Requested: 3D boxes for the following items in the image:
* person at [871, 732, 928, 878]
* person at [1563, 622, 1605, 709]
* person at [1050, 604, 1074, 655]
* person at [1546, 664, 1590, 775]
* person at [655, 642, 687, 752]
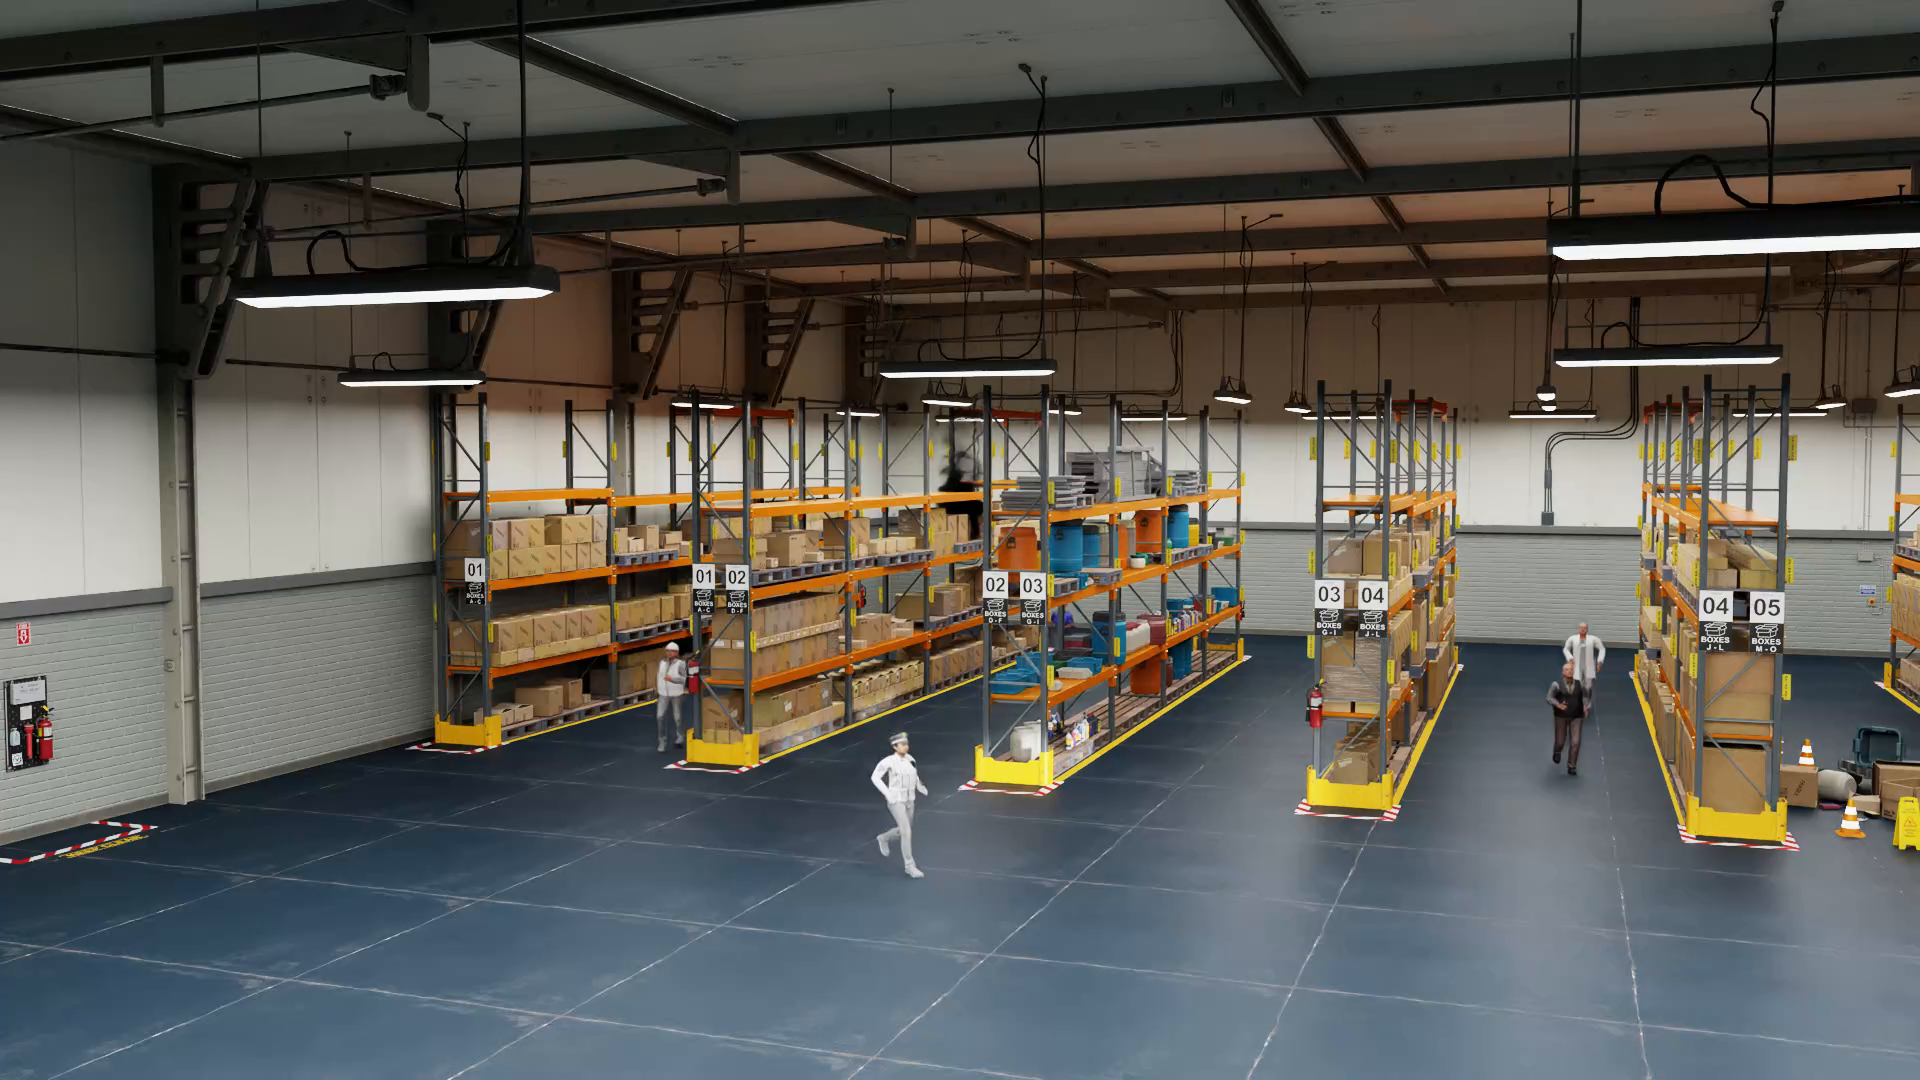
[{"bbox_3d":[-0.735,3.122,19.795,0.618,1.691,0.843,-3,4,-44],"label":"person"},{"bbox_3d":[11.918,2.438,31.786,0.759,1.729,0.660,1,3,22],"label":"person"},{"bbox_3d":[2.275,2.189,37.117,0.547,1.704,0.863,0,3,9],"label":"person"},{"bbox_3d":[9.495,2.778,25.947,0.669,1.688,0.789,0,3,9],"label":"person"},{"bbox_3d":[-4.850,2.630,27.931,0.625,1.833,0.767,0,3,8],"label":"person"}]
